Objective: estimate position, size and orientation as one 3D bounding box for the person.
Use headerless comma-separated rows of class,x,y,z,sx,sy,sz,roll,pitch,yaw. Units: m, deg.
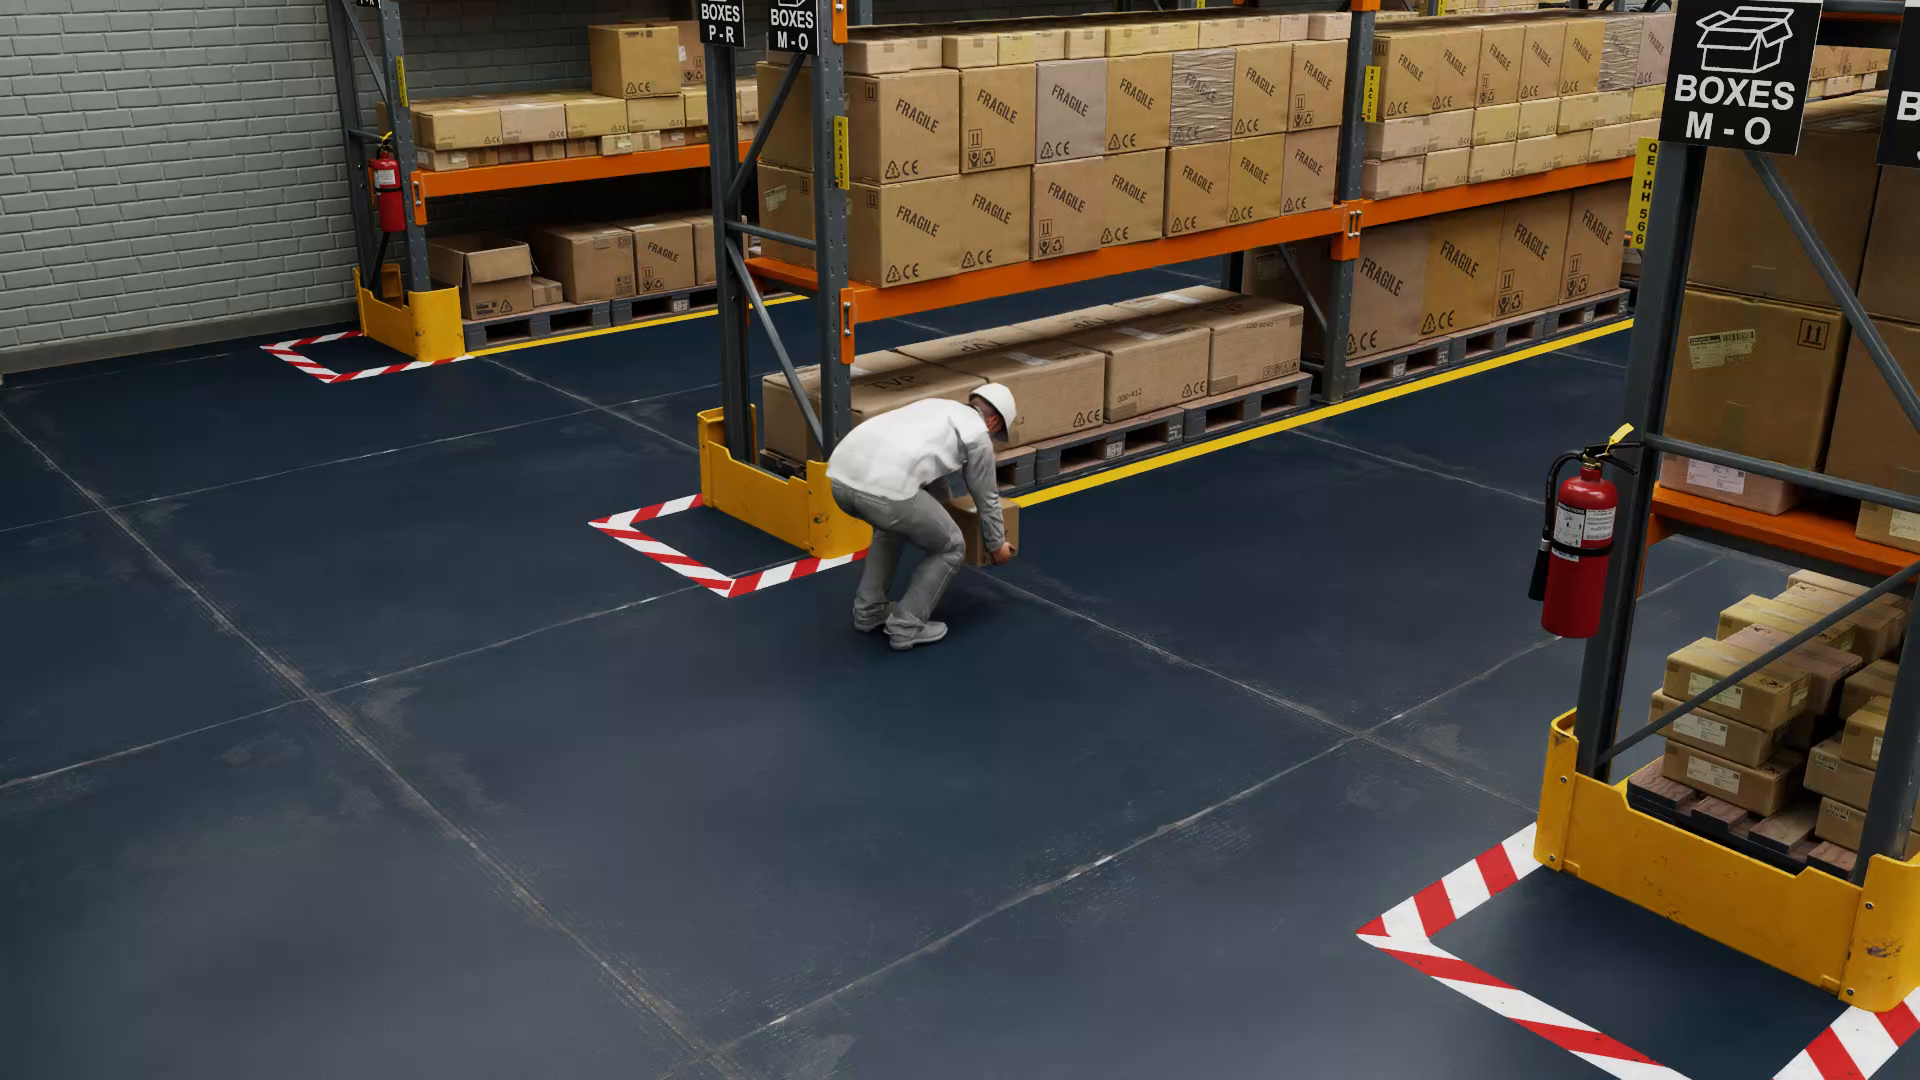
person,-0.130,-0.120,7.397,0.999,1.036,0.512,-19,28,-40
